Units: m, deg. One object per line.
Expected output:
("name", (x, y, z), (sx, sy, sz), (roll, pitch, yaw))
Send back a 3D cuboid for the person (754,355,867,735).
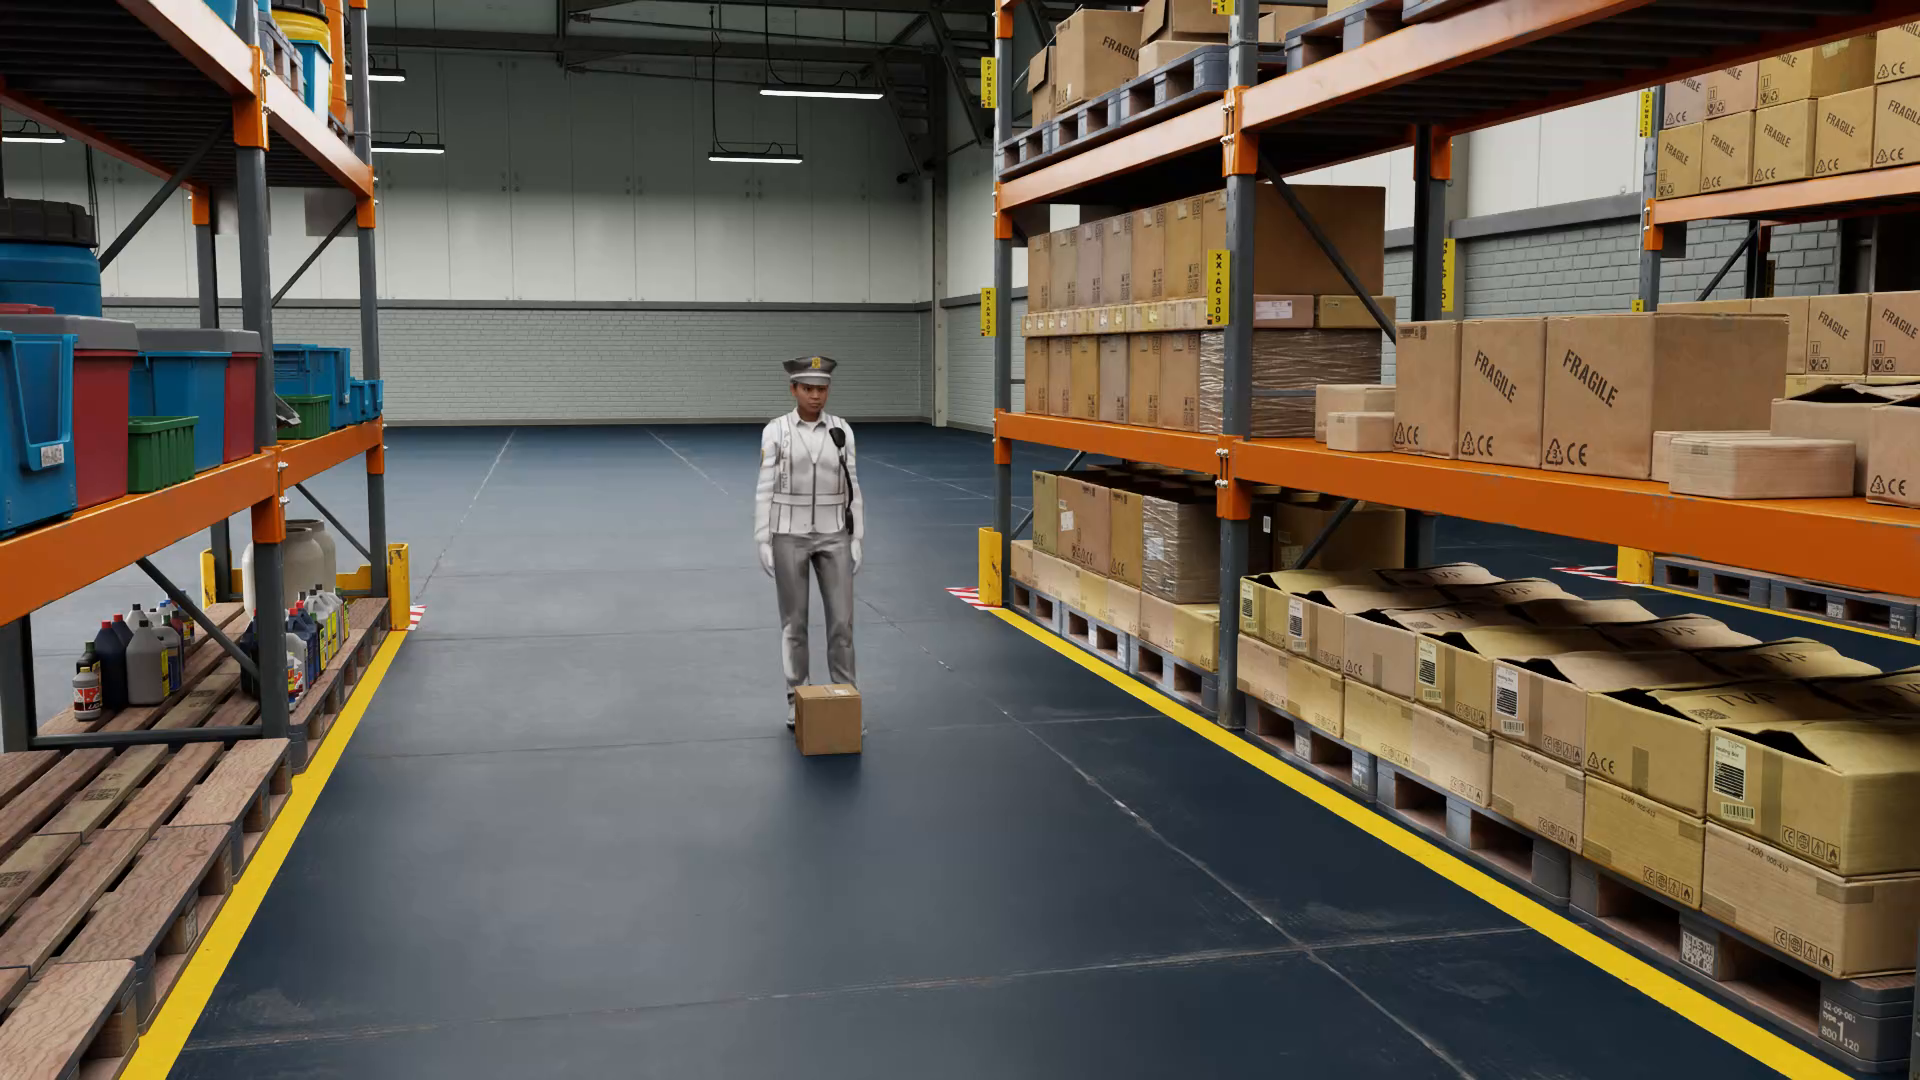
("person", (-0.661, 0.019, 7.451), (0.506, 1.688, 0.456), (-2, 6, -14))
